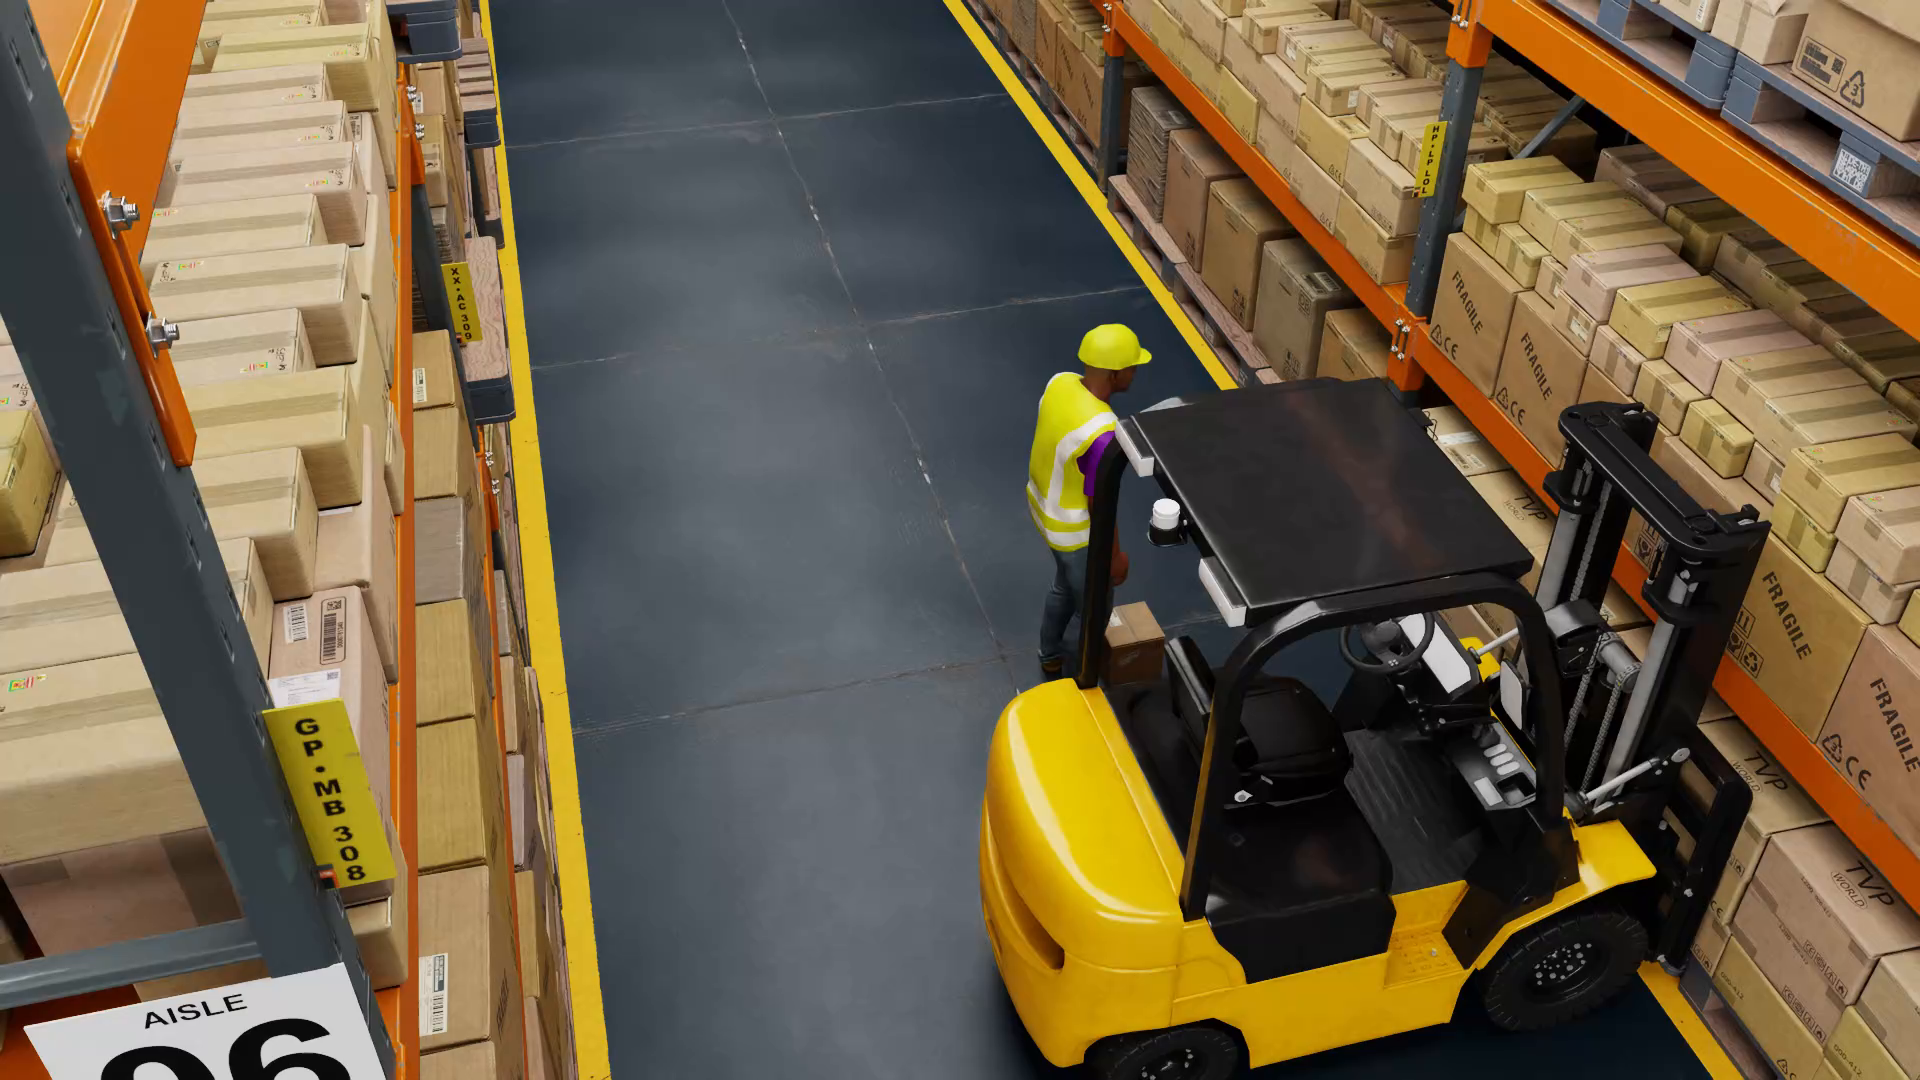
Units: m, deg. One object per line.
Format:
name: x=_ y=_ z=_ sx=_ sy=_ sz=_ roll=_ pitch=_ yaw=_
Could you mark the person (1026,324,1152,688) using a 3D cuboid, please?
person: x=0.521 y=-0.091 z=6.817 sx=0.461 sy=1.761 sz=0.637 roll=-10 pitch=39 yaw=-13
